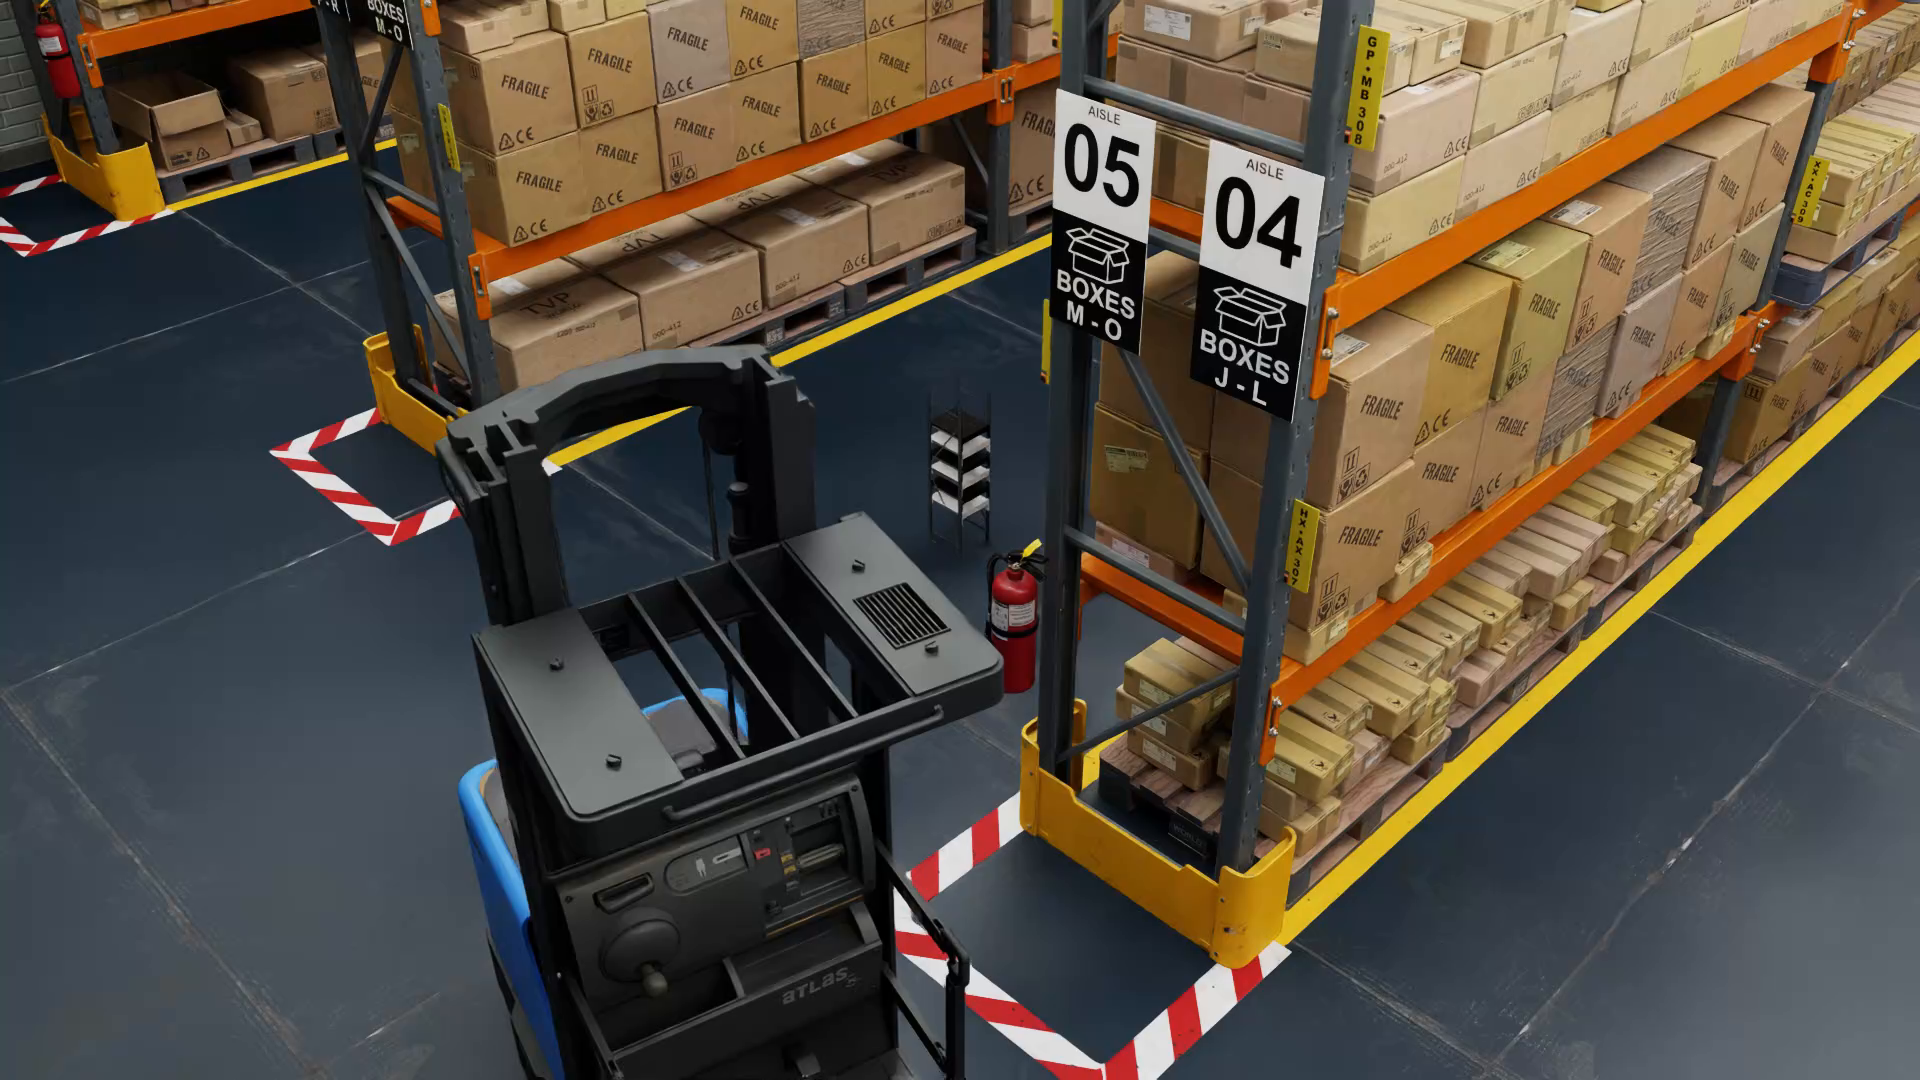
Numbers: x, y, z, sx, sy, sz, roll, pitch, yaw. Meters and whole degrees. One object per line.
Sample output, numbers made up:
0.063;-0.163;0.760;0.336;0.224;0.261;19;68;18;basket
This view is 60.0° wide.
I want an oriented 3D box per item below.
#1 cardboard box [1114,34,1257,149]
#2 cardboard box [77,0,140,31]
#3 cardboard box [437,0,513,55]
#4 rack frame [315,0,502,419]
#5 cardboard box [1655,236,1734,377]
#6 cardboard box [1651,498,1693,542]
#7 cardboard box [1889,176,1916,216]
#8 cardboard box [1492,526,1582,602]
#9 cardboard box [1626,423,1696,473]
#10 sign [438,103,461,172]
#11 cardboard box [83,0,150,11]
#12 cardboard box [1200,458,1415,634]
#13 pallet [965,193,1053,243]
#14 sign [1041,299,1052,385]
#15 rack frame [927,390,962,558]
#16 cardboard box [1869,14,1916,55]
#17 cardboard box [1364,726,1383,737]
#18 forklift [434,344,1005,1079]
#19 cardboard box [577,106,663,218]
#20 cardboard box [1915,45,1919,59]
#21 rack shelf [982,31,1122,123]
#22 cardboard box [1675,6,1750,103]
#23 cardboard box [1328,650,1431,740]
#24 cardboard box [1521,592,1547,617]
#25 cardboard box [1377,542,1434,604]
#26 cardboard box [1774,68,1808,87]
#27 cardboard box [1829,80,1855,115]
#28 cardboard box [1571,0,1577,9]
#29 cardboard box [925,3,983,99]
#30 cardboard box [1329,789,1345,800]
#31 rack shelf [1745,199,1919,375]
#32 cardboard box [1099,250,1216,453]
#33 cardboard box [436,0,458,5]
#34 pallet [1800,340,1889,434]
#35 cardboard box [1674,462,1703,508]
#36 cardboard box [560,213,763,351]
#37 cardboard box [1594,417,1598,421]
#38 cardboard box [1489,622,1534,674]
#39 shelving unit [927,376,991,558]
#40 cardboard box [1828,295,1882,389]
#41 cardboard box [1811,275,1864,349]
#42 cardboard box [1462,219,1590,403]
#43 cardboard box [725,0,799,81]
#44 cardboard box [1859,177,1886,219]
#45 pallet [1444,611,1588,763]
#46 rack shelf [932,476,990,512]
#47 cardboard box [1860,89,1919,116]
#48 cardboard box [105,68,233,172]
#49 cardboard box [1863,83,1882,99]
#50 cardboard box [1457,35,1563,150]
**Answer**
0.850;-1.506;5.350;0.500;0.250;0.500;28;44;34;cardboard box
-5.977;-3.715;11.666;0.380;0.149;0.250;29;44;35;cardboard box
-2.432;-2.546;8.241;0.250;0.149;0.380;-29;44;-35;cardboard box
-2.878;-1.797;8.695;1.000;3.000;0.127;30;45;35;rack frame
3.017;-1.109;7.361;0.500;0.500;0.500;28;44;34;cardboard box
3.489;-0.173;8.491;0.250;0.149;0.380;-29;44;-35;cardboard box
4.676;-1.826;8.590;0.250;0.149;0.380;-29;44;-35;cardboard box
2.591;0.095;7.587;0.380;0.149;0.250;28;44;34;cardboard box
3.458;-0.464;8.389;0.250;0.149;0.380;-29;44;-34;cardboard box
-2.489;-1.958;8.100;0.100;0.325;0.005;30;45;35;sign
-5.892;-3.932;11.627;0.500;0.250;0.500;-30;45;-35;cardboard box
1.218;-0.077;5.881;0.500;0.500;0.500;-28;43;-34;cardboard box
0.430;-2.620;12.313;1.003;0.211;1.213;30;45;35;pallet
0.326;-0.679;5.804;0.100;0.325;0.005;30;45;35;sign
-0.077;-0.325;8.419;0.240;0.900;0.006;30;45;35;rack frame
5.329;-2.979;9.722;0.380;0.149;0.250;28;43;34;cardboard box
1.600;0.700;6.980;0.250;0.149;0.380;-29;44;-35;cardboard box
-0.575;1.066;4.650;1.130;2.935;3.031;-18;39;-24;forklift
-2.000;-2.133;9.090;0.500;0.500;0.500;29;44;35;cardboard box
5.670;-3.055;10.092;0.250;0.149;0.380;-28;43;-34;cardboard box
1.349;-3.937;12.393;1.077;0.370;4.000;30;45;35;rack shelf
2.652;-1.923;6.384;0.500;0.250;0.500;29;44;35;cardboard box
1.693;0.624;6.829;0.380;0.149;0.250;29;44;35;cardboard box
2.555;0.170;7.740;0.380;0.149;0.250;27;43;33;cardboard box
1.544;0.053;6.262;0.380;0.149;0.250;28;44;34;cardboard box
4.401;-2.440;8.949;0.380;0.149;0.250;28;44;34;cardboard box
4.766;-2.532;9.341;0.250;0.149;0.380;-28;44;-34;cardboard box
1.809;-1.842;5.483;0.250;0.149;0.380;-29;44;-34;cardboard box
-0.205;-3.170;10.577;0.500;0.500;0.500;-29;44;-35;cardboard box
1.428;0.932;6.908;0.380;0.149;0.250;29;44;35;cardboard box
4.933;-1.983;9.591;1.077;0.370;4.000;30;45;35;rack shelf
0.852;-0.702;5.903;0.500;0.500;0.500;29;44;34;cardboard box
-2.767;-2.740;8.519;0.250;0.149;0.380;-29;44;-35;cardboard box
4.931;-1.137;10.186;1.003;0.211;1.213;30;45;35;pallet
3.528;-0.335;8.464;0.250;0.149;0.380;-29;44;-35;cardboard box
-1.845;-1.601;10.287;0.875;0.438;0.875;-29;44;-34;cardboard box
2.567;-0.621;7.229;0.380;0.149;0.250;29;44;35;cardboard box
2.382;0.437;7.616;0.380;0.149;0.250;30;45;35;cardboard box
-0.006;-0.366;8.479;0.258;0.900;0.210;30;45;35;shelving unit
4.964;-1.240;9.714;0.500;0.500;0.500;-29;44;-35;cardboard box
4.606;-1.332;9.190;0.500;0.250;0.500;-29;44;-34;cardboard box
1.944;-0.901;6.188;0.500;0.500;0.500;28;44;34;cardboard box
-1.271;-2.955;9.395;0.500;0.500;0.500;-30;45;-35;cardboard box
4.309;-1.738;8.203;0.380;0.149;0.250;29;44;34;cardboard box
2.216;0.462;7.894;1.003;0.211;1.213;30;45;35;pallet
-0.006;-0.265;8.549;0.258;0.077;0.200;30;45;35;rack shelf
4.860;-2.177;8.573;0.380;0.149;0.250;29;44;35;cardboard box
-5.905;-3.154;12.456;0.797;0.503;0.637;28;43;34;cardboard box
5.130;-2.621;9.730;0.250;0.149;0.380;-28;44;-34;cardboard box
1.567;-1.502;5.344;0.500;0.250;0.500;29;44;35;cardboard box
